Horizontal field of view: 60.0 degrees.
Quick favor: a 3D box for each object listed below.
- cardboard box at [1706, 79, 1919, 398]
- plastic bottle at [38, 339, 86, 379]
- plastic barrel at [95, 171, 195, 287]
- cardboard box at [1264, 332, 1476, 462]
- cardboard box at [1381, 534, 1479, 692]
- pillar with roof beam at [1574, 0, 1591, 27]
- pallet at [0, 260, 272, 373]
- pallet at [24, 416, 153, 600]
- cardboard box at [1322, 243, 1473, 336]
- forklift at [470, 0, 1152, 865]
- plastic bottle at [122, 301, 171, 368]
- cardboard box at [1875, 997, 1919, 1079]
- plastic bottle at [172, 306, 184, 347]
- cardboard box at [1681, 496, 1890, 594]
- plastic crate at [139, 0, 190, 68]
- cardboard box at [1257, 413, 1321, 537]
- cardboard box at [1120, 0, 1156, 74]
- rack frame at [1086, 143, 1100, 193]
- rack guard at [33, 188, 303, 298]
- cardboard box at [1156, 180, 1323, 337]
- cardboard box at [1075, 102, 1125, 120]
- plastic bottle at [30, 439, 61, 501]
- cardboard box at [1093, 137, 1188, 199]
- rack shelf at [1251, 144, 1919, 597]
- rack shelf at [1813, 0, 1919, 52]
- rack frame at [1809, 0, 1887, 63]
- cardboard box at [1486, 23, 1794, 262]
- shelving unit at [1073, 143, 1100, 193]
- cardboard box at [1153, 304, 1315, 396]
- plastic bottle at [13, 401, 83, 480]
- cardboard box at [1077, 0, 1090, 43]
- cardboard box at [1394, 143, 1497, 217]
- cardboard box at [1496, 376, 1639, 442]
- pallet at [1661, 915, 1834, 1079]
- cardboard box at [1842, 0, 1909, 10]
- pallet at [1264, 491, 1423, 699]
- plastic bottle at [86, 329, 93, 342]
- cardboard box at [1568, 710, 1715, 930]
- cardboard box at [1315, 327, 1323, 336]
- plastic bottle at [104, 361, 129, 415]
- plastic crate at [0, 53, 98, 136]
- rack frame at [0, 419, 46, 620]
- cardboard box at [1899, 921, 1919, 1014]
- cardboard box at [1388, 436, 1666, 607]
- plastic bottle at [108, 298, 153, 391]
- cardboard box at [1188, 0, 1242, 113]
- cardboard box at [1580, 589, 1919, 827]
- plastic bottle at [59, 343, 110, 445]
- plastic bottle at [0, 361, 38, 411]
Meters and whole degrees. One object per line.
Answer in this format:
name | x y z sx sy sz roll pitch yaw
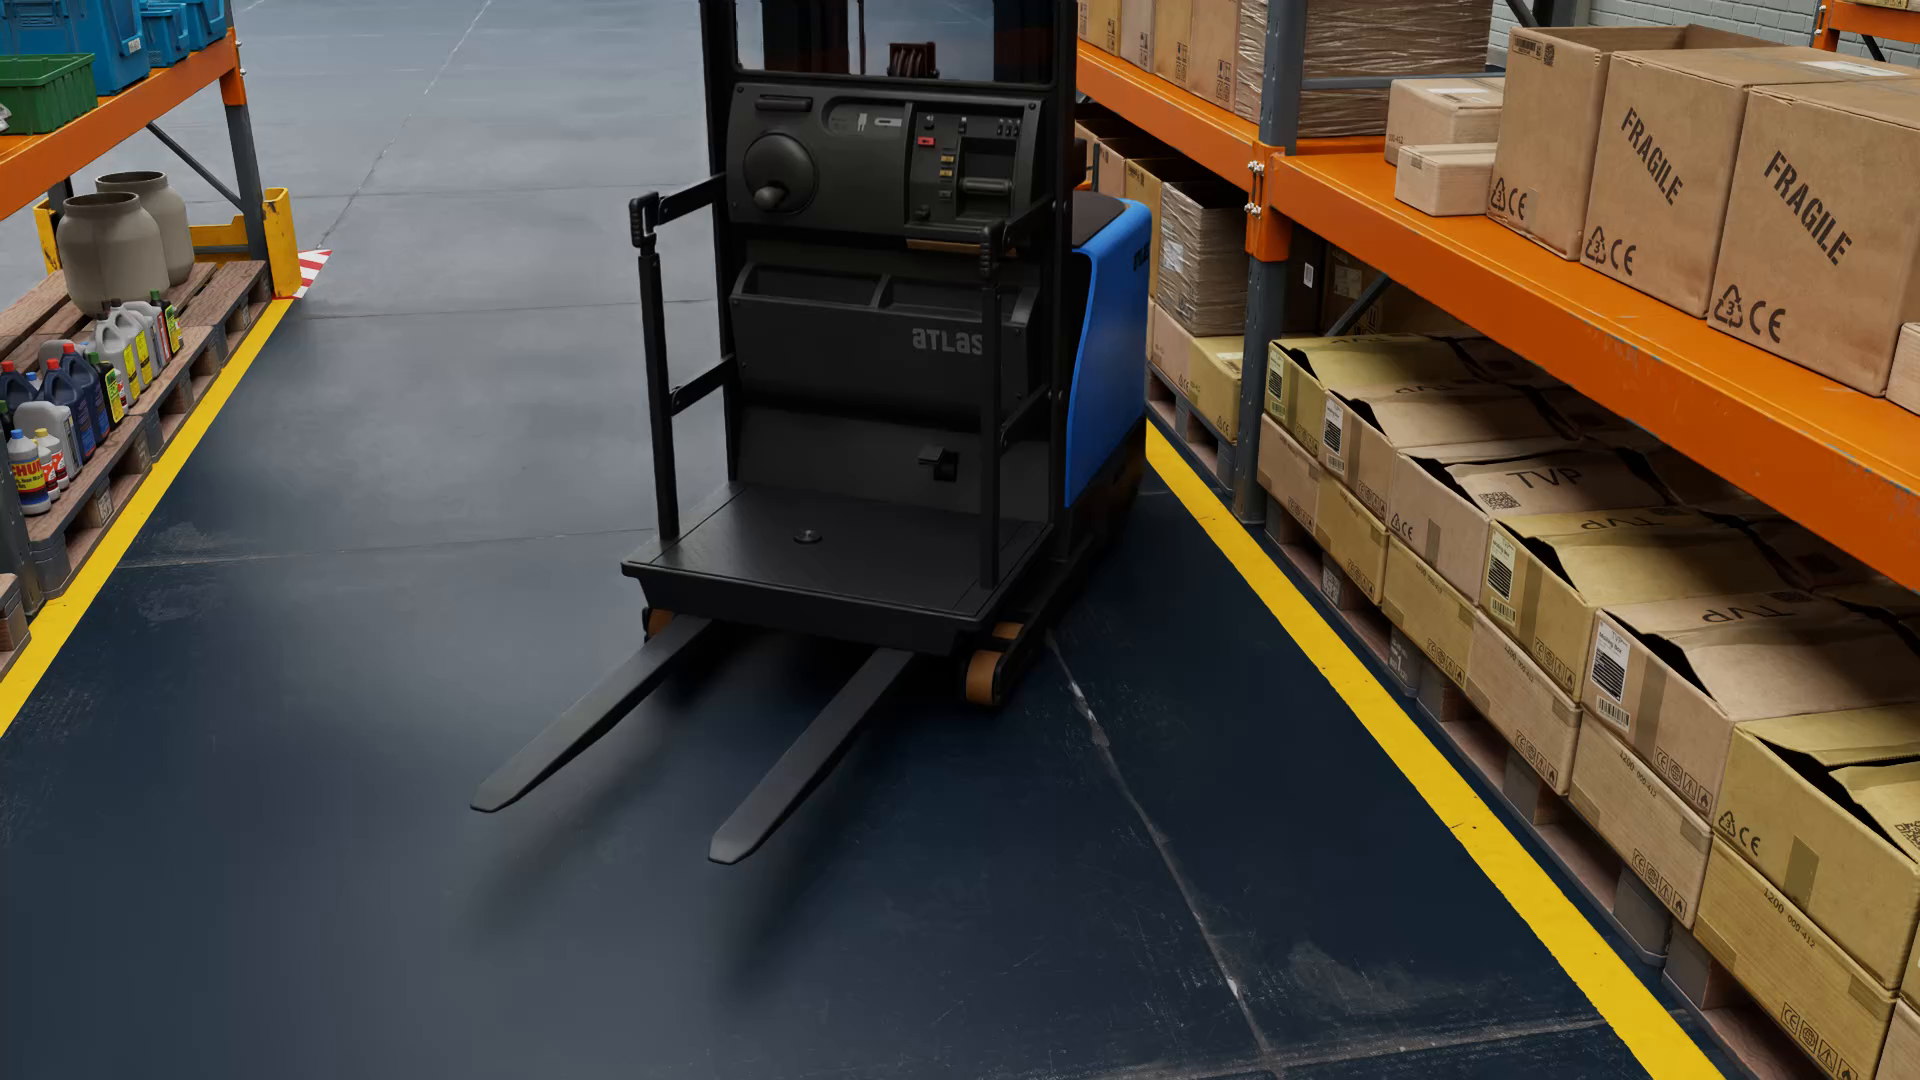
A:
cardboard box | 1.889 -0.612 3.279 0.500 0.500 0.500 -6 24 -13
plastic bottle | -3.389 -0.638 6.317 0.152 0.276 0.135 -4 24 -10
plastic barrel | -3.936 -1.488 7.994 0.421 0.512 0.421 0 24 0
cardboard box | 1.307 -0.489 5.333 0.500 0.311 0.500 -4 24 -10
cardboard box | 1.498 0.168 4.528 0.500 0.250 0.500 -5 24 -11
pillar with roof beam | 1.243 -8.002 12.828 9.100 9.000 0.400 -4 24 -10
pallet | -3.927 -1.065 7.925 1.003 0.211 1.213 -4 24 -10
pallet | -3.476 -0.105 5.727 1.003 0.211 1.213 -4 24 -10
cardboard box | 1.698 -0.963 6.180 0.500 0.500 0.500 -4 24 -10
forklift | -0.296 -1.055 4.503 1.130 2.935 3.031 8 25 18
plastic bottle | -3.343 -0.852 6.805 0.152 0.276 0.135 -4 24 -9
cardboard box | 1.878 0.971 2.690 0.500 0.250 0.500 -4 24 -8
plastic bottle | -3.362 -0.919 7.052 0.097 0.201 0.097 0 24 0
cardboard box | 2.114 0.066 4.061 0.500 0.311 0.500 -5 24 -10
plastic crate | -3.632 -2.191 7.204 0.499 0.251 0.408 -4 24 -10
cardboard box | 1.307 -0.236 5.454 0.500 0.250 0.500 -5 24 -11
cardboard box | 1.099 -2.307 7.159 0.700 0.500 0.500 -4 24 -8
rack frame | 0.424 -0.862 6.225 0.015 1.200 0.240 20 31 38
rack guard | -4.072 -1.517 8.600 1.175 0.500 0.348 -4 24 -10
cardboard box | 1.094 -1.121 6.542 0.500 0.500 0.500 -4 24 -10
cardboard box | 0.711 -1.907 8.341 0.500 0.500 0.500 -4 24 -10
plastic bottle | -3.040 -0.233 5.482 0.097 0.201 0.097 0 24 0
cardboard box | 0.891 -1.513 7.440 0.500 0.500 0.500 -4 24 -10
rack shelf | 1.845 -0.365 3.736 1.077 0.370 4.000 -4 24 -10
rack shelf | 5.973 -2.306 8.181 1.077 0.370 4.000 -4 24 -10
rack frame | 5.604 -3.422 9.839 1.000 3.000 0.127 -4 24 -10
cardboard box | 1.699 -1.016 4.204 0.500 0.500 0.500 -3 24 -6
shelving unit | 0.244 -0.928 6.376 0.503 1.200 0.258 20 31 38
cardboard box | 1.092 -0.777 6.692 0.500 0.250 0.500 -4 24 -10
plastic bottle | -3.108 -0.352 5.662 0.152 0.276 0.135 -3 24 -8
cardboard box | 0.912 -2.709 8.081 0.700 0.500 0.500 -4 24 -8
cardboard box | 1.439 -1.002 4.611 0.380 0.149 0.250 -4 24 -10
cardboard box | 1.935 -0.328 4.964 0.500 0.311 0.500 -4 24 -8
pallet | 2.101 1.043 3.097 1.003 0.211 1.213 -4 24 -10
cardboard box | 5.382 -3.147 9.371 0.500 0.250 0.500 -5 24 -11
pallet | 1.650 0.084 5.294 1.003 0.211 1.213 -4 24 -10
plastic bottle | -3.436 -0.746 6.658 0.097 0.201 0.097 0 24 0
cardboard box | 1.689 0.571 3.607 0.500 0.250 0.500 -4 24 -9
cardboard box | 1.600 -0.815 6.780 0.500 0.250 0.500 -4 24 -10
plastic bottle | -3.199 -0.571 6.256 0.097 0.201 0.097 0 24 0
plastic crate | -3.367 -1.574 5.870 0.450 0.188 0.662 -4 24 -10
rack frame | -3.393 -1.116 4.557 1.000 3.000 0.127 -4 24 -10
cardboard box | 1.876 0.715 2.575 0.500 0.311 0.500 -4 24 -8
cardboard box | 1.492 -0.089 4.415 0.500 0.311 0.500 -5 24 -11
plastic bottle | -3.282 -0.766 6.517 0.144 0.351 0.185 -3 24 -8
cardboard box | 1.284 -1.908 6.246 0.700 0.500 0.500 -5 24 -10
cardboard box | 1.683 0.312 3.497 0.500 0.311 0.500 -4 24 -10
plastic bottle | -3.169 -0.526 5.967 0.144 0.351 0.185 -5 24 -12
plastic bottle | -3.276 -0.441 5.772 0.144 0.351 0.185 -4 24 -10
